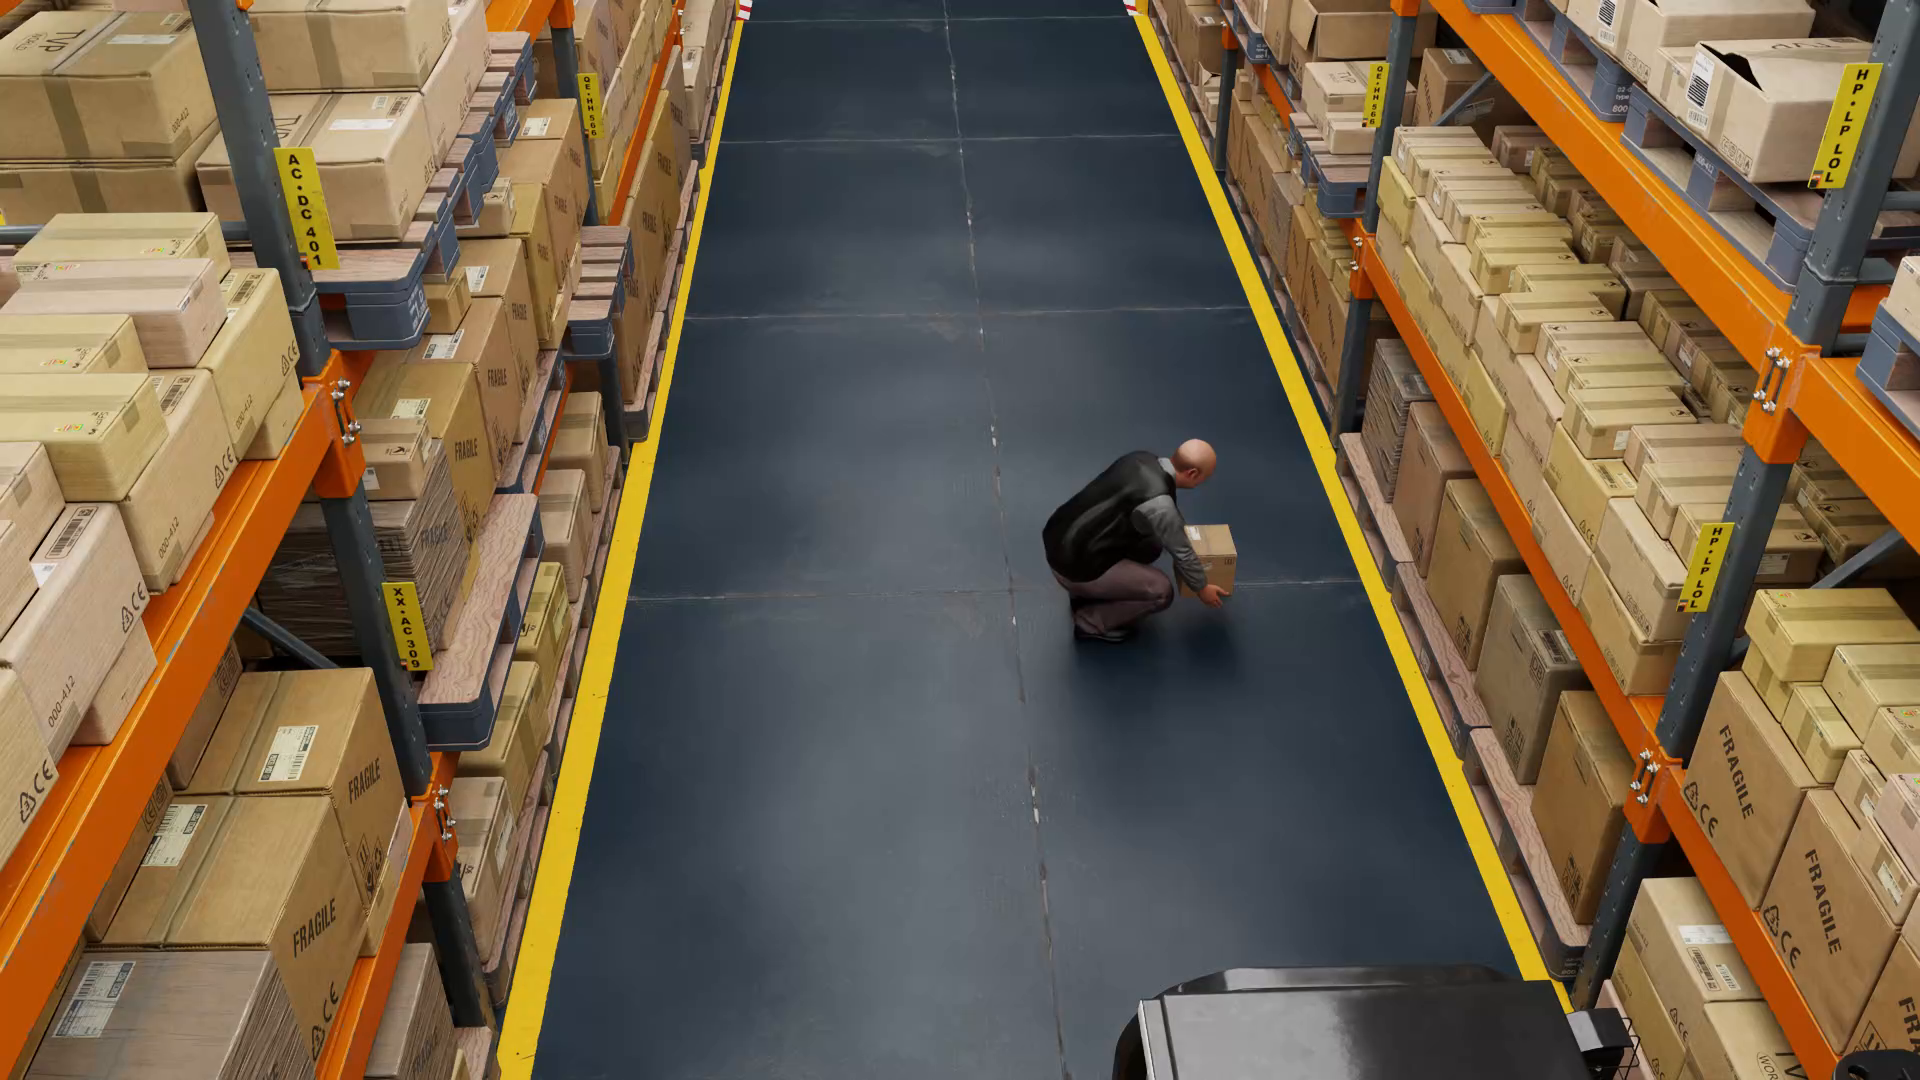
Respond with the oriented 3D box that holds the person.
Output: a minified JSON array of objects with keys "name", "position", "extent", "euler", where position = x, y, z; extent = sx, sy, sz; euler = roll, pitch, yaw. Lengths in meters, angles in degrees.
[{"name":"person","position":[0.833,-0.018,7.861],"extent":[0.879,0.970,0.522],"euler":[-2,35,-3]}]
